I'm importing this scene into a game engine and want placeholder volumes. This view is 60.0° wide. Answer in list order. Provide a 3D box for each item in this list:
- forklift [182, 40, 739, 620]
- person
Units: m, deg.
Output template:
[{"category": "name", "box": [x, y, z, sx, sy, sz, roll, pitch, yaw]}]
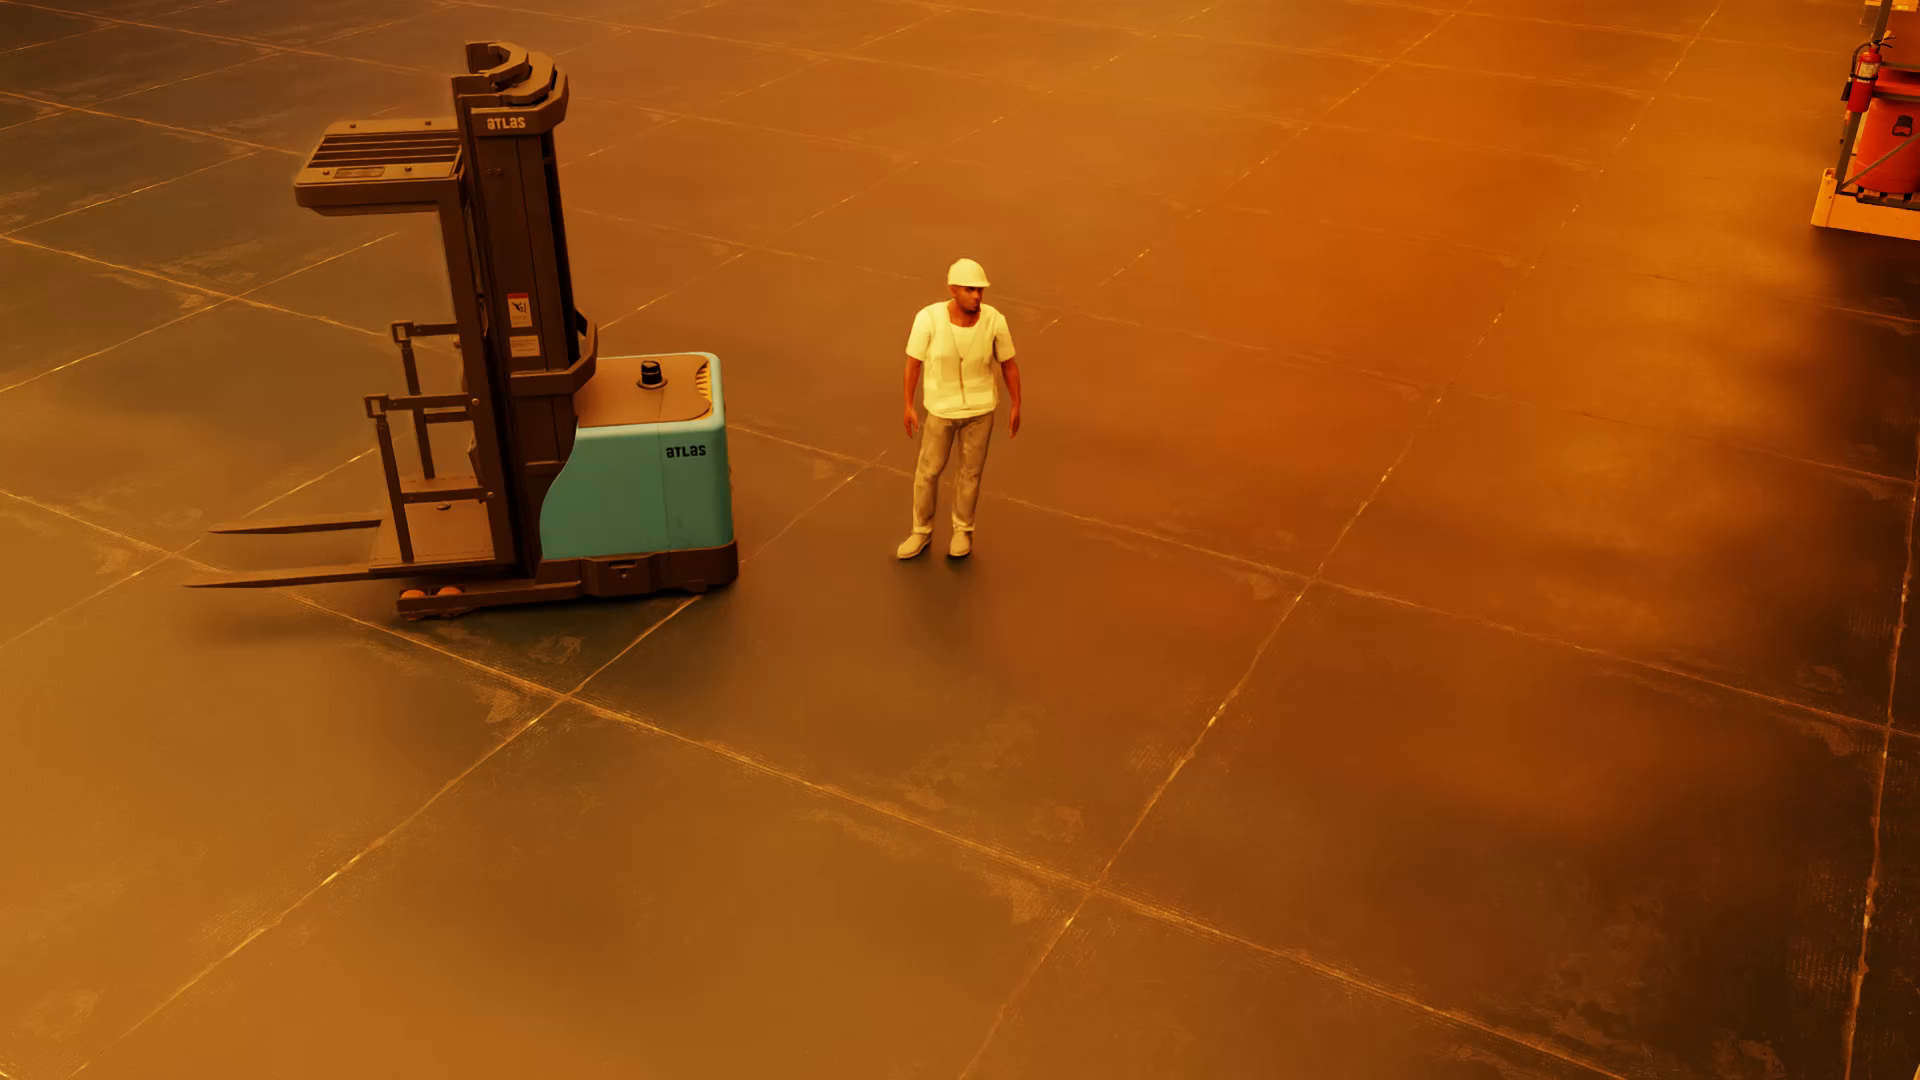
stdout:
[{"category": "forklift", "box": [-2.827, -1.108, 8.990, 3.031, 2.935, 1.130, -4, 30, -8]}, {"category": "person", "box": [-0.021, -0.749, 9.534, 0.749, 1.769, 0.425, -5, 30, -9]}]
